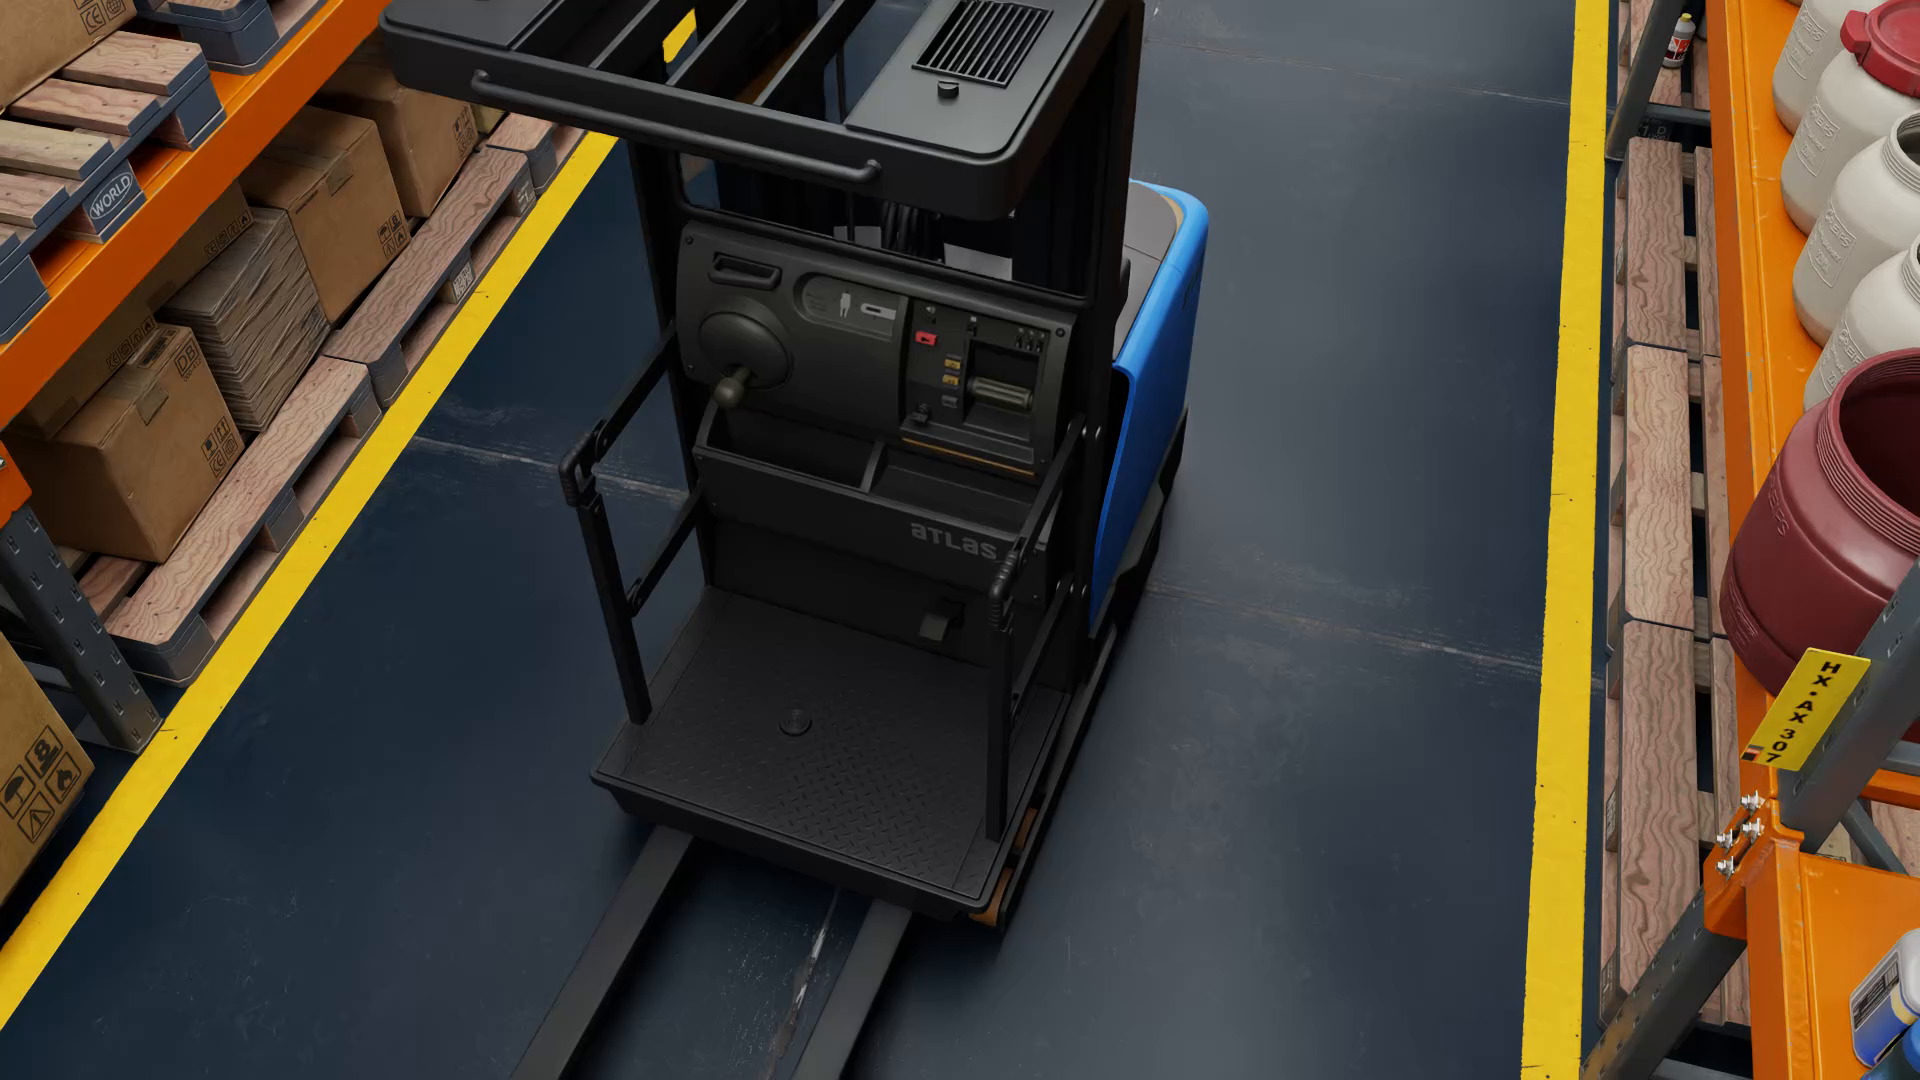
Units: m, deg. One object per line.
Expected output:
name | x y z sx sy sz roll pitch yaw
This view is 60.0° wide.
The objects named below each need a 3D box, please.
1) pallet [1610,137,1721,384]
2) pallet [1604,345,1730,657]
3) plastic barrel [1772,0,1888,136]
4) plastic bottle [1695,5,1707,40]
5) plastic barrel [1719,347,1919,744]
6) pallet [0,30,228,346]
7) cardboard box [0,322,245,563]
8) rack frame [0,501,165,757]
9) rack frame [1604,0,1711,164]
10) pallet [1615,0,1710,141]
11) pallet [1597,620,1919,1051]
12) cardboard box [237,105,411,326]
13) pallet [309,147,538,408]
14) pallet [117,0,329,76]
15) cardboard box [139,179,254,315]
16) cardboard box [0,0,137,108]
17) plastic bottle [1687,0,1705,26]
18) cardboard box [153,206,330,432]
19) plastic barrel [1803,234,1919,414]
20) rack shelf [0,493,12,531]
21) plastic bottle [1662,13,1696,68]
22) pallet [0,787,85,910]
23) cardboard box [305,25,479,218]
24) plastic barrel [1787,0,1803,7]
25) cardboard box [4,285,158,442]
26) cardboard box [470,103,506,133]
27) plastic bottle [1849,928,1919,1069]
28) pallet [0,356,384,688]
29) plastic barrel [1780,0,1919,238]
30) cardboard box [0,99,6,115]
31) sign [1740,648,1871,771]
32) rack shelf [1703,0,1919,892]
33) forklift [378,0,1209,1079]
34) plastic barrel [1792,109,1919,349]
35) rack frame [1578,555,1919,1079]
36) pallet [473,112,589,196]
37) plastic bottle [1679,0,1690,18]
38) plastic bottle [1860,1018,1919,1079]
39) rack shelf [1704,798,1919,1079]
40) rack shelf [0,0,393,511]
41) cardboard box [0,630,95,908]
pallet | 2.875 -0.940 5.939 1.003 0.211 1.213 12 50 10
pallet | 2.556 -0.055 5.157 1.003 0.211 1.213 12 50 10
plastic barrel | 2.388 -1.304 4.309 0.433 0.535 0.433 0 49 0
plastic bottle | 3.075 -2.202 6.666 0.144 0.351 0.185 12 50 10
plastic barrel | 1.821 0.015 3.146 0.600 0.536 0.708 12 50 10
pallet | -2.702 -0.995 4.256 1.213 0.211 1.003 12 50 10
cardboard box | -2.630 -0.329 4.914 0.700 0.500 0.500 9 49 8
rack frame | -2.787 -0.522 3.710 1.000 3.000 0.127 12 50 10
rack frame | 3.044 -2.438 5.401 1.000 3.000 0.127 12 50 10
pallet | 3.261 -1.993 6.868 1.003 0.211 1.213 12 50 10
pallet | 2.233 0.825 4.381 1.003 0.211 1.213 12 50 10
cardboard box | -2.354 -1.145 5.633 0.700 0.500 0.500 15 50 13
pallet | -2.257 -1.044 6.031 1.003 0.211 1.213 12 50 10
pallet | -2.305 -1.899 5.053 1.003 0.211 1.213 12 50 10
cardboard box | -2.510 -0.965 4.975 0.500 0.250 0.500 17 51 14
cardboard box | -2.633 -1.516 4.241 0.700 0.500 0.500 18 51 16
plastic bottle | 2.936 -2.230 6.691 0.144 0.351 0.185 10 49 9
cardboard box | -2.496 -0.733 5.270 0.700 0.500 0.500 8 49 7
plastic barrel | 2.056 -0.368 3.500 0.421 0.512 0.421 0 49 0
rack shelf | -3.313 1.162 2.703 1.077 0.370 4.000 12 50 10
plastic bottle | 2.839 -1.982 6.571 0.097 0.201 0.097 0 49 0
pallet | -3.067 0.956 4.266 1.003 0.211 1.213 12 50 10
cardboard box | -2.207 -1.548 5.990 0.700 0.500 0.500 8 49 7
plastic barrel | 2.581 -1.835 4.778 0.433 0.535 0.433 0 49 0
cardboard box | -2.640 -0.580 4.634 0.500 0.250 0.500 13 50 12
cardboard box | -2.060 -1.953 6.347 0.700 0.500 0.500 11 50 10
plastic bottle | 1.566 0.745 2.674 0.152 0.276 0.135 12 50 10
pallet | -2.580 -0.165 5.255 1.003 0.211 1.213 12 50 10
plastic barrel | 2.274 -0.991 4.033 0.433 0.535 0.433 0 49 0
cardboard box | -2.683 -1.093 3.867 0.500 0.500 0.500 6 49 5
sign | 1.459 0.297 2.878 0.100 0.325 0.005 12 50 10
rack shelf | 2.518 -0.754 4.394 1.077 0.370 4.000 12 50 10
forklift | -0.280 -0.324 3.581 1.130 2.935 3.031 16 50 14
plastic barrel | 2.167 -0.673 3.769 0.421 0.512 0.421 0 49 0
rack frame | 1.991 0.455 2.848 1.000 3.000 0.127 12 50 10
pallet | -1.938 -1.930 6.812 1.003 0.211 1.213 12 50 10
plastic bottle | 2.853 -2.098 6.619 0.061 0.283 0.133 14 50 12
plastic bottle | 1.509 0.825 2.607 0.097 0.271 0.097 0 49 0
rack shelf | 1.465 2.140 1.841 1.077 0.370 4.000 12 50 10
rack shelf | -2.261 -1.731 5.257 1.077 0.370 4.000 12 50 10
cardboard box | -2.989 0.537 3.913 1.225 0.875 0.875 9 49 8
